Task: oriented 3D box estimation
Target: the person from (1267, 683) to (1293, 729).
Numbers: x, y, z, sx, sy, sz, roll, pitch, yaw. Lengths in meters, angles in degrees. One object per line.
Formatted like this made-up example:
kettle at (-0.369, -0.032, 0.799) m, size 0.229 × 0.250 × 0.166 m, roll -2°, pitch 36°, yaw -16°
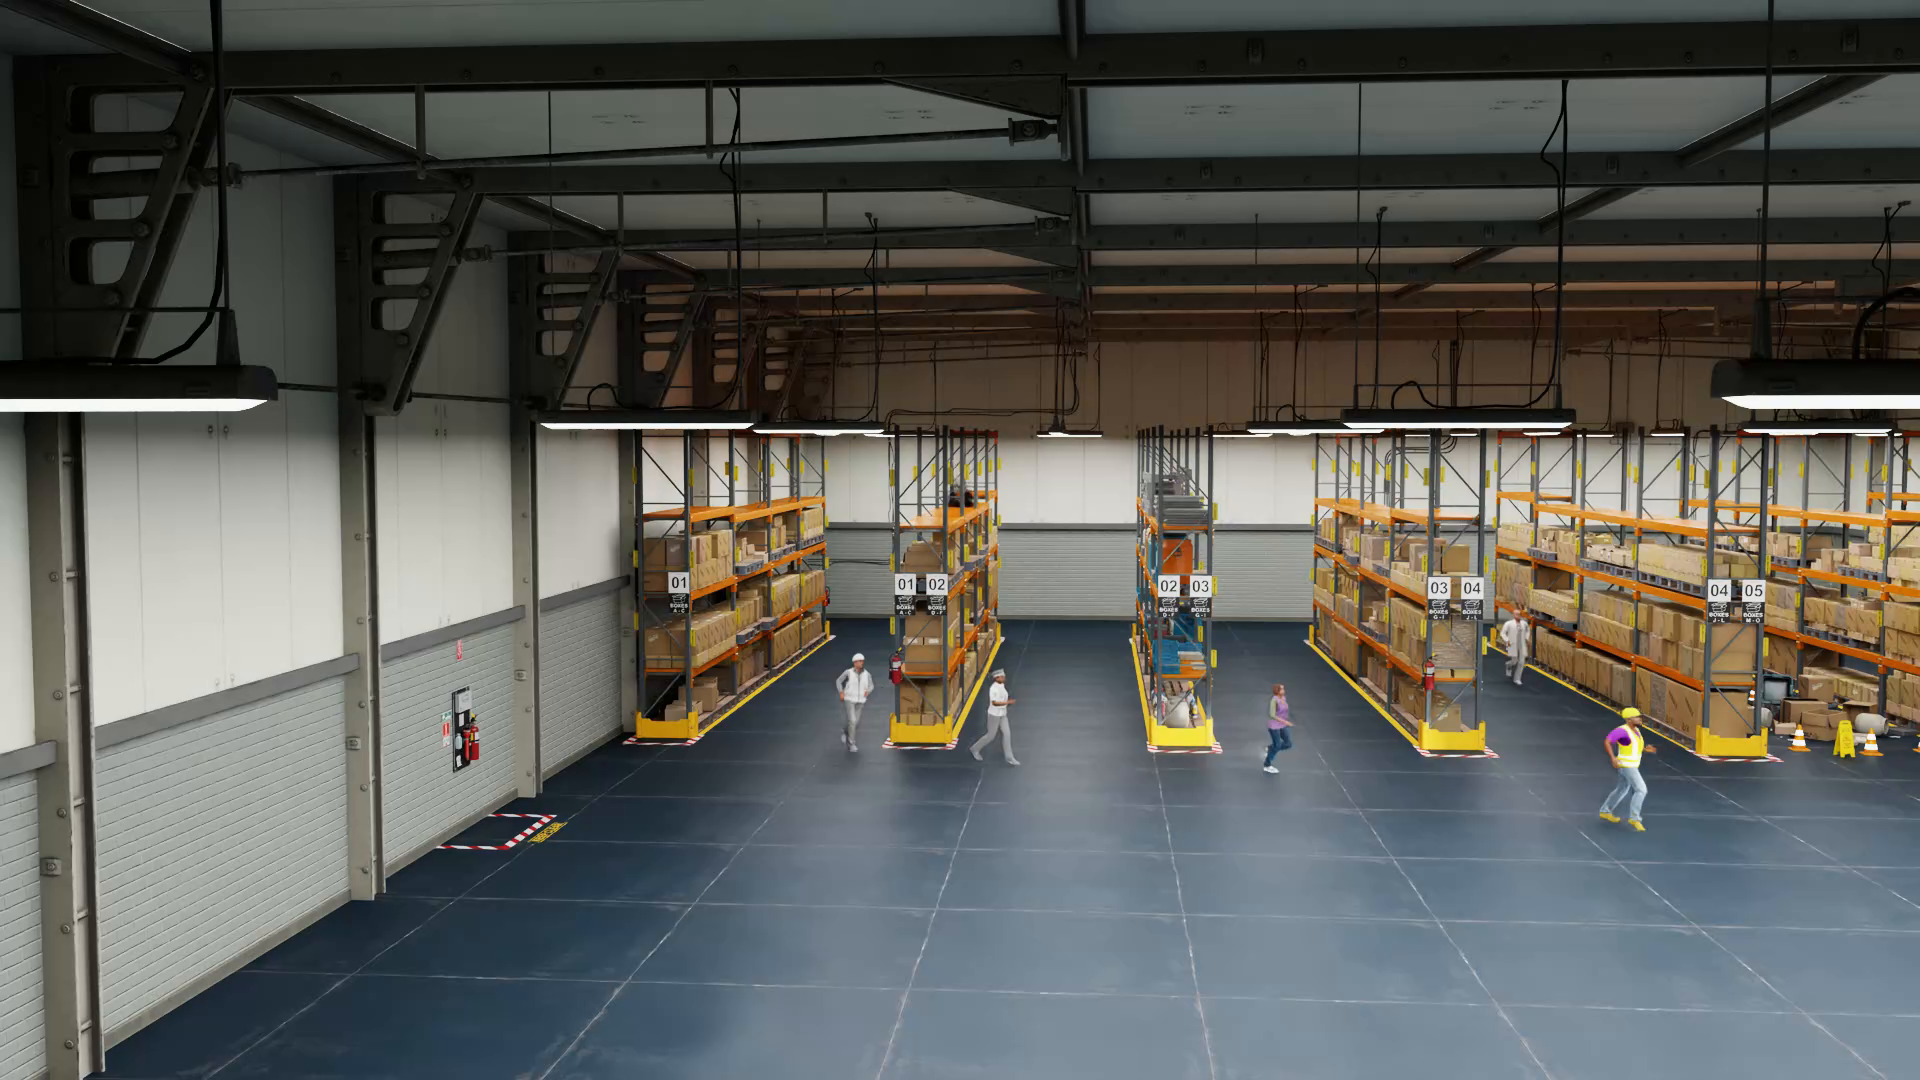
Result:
person at (5.537, 2.844, 28.549) m, size 0.513 × 0.786 × 0.577 m, roll 3°, pitch 5°, yaw 42°

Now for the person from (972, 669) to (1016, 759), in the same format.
person at (0.614, 3.049, 29.258) m, size 0.828 × 1.600 × 0.547 m, roll 2°, pitch 4°, yaw 26°

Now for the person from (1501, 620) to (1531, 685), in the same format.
person at (13.088, 2.613, 39.122) m, size 0.711 × 1.537 × 0.756 m, roll 0°, pitch 3°, yaw 0°

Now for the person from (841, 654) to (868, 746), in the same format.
person at (-1.975, 2.944, 30.935) m, size 0.489 × 1.674 × 0.678 m, roll -2°, pitch 4°, yaw -29°

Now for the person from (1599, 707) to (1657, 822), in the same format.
person at (9.866, 3.291, 24.565) m, size 0.775 × 1.660 × 0.678 m, roll 2°, pitch 4°, yaw 31°
